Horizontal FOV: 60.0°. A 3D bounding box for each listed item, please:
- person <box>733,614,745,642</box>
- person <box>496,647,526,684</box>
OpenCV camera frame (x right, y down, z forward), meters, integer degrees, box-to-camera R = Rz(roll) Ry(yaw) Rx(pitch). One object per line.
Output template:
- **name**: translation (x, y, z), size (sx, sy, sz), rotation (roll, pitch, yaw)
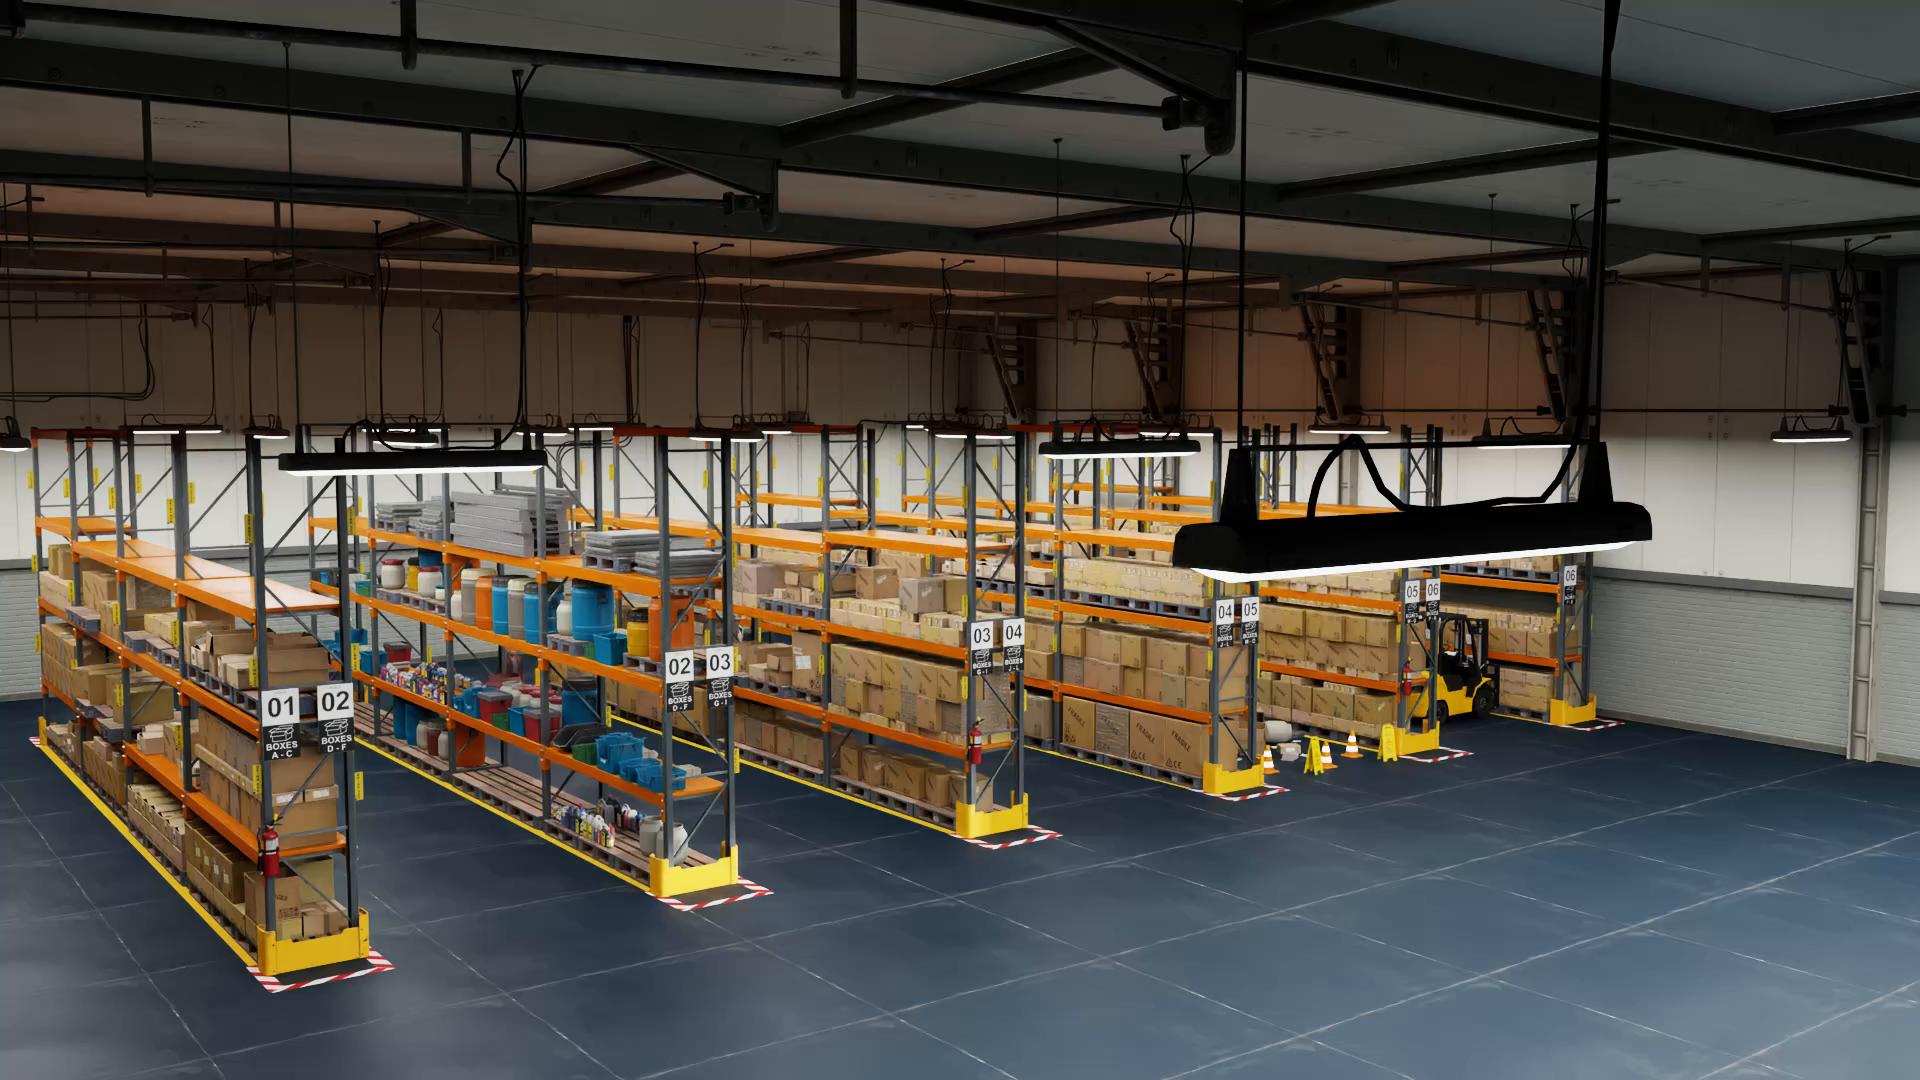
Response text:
- **person**: translation (-5.134, 2.500, 38.193), size (0.977, 1.623, 0.469), rotation (4, 6, 41)
- **person**: translation (-8.899, 2.913, 32.929), size (1.124, 1.665, 0.604), rotation (3, 6, 37)
